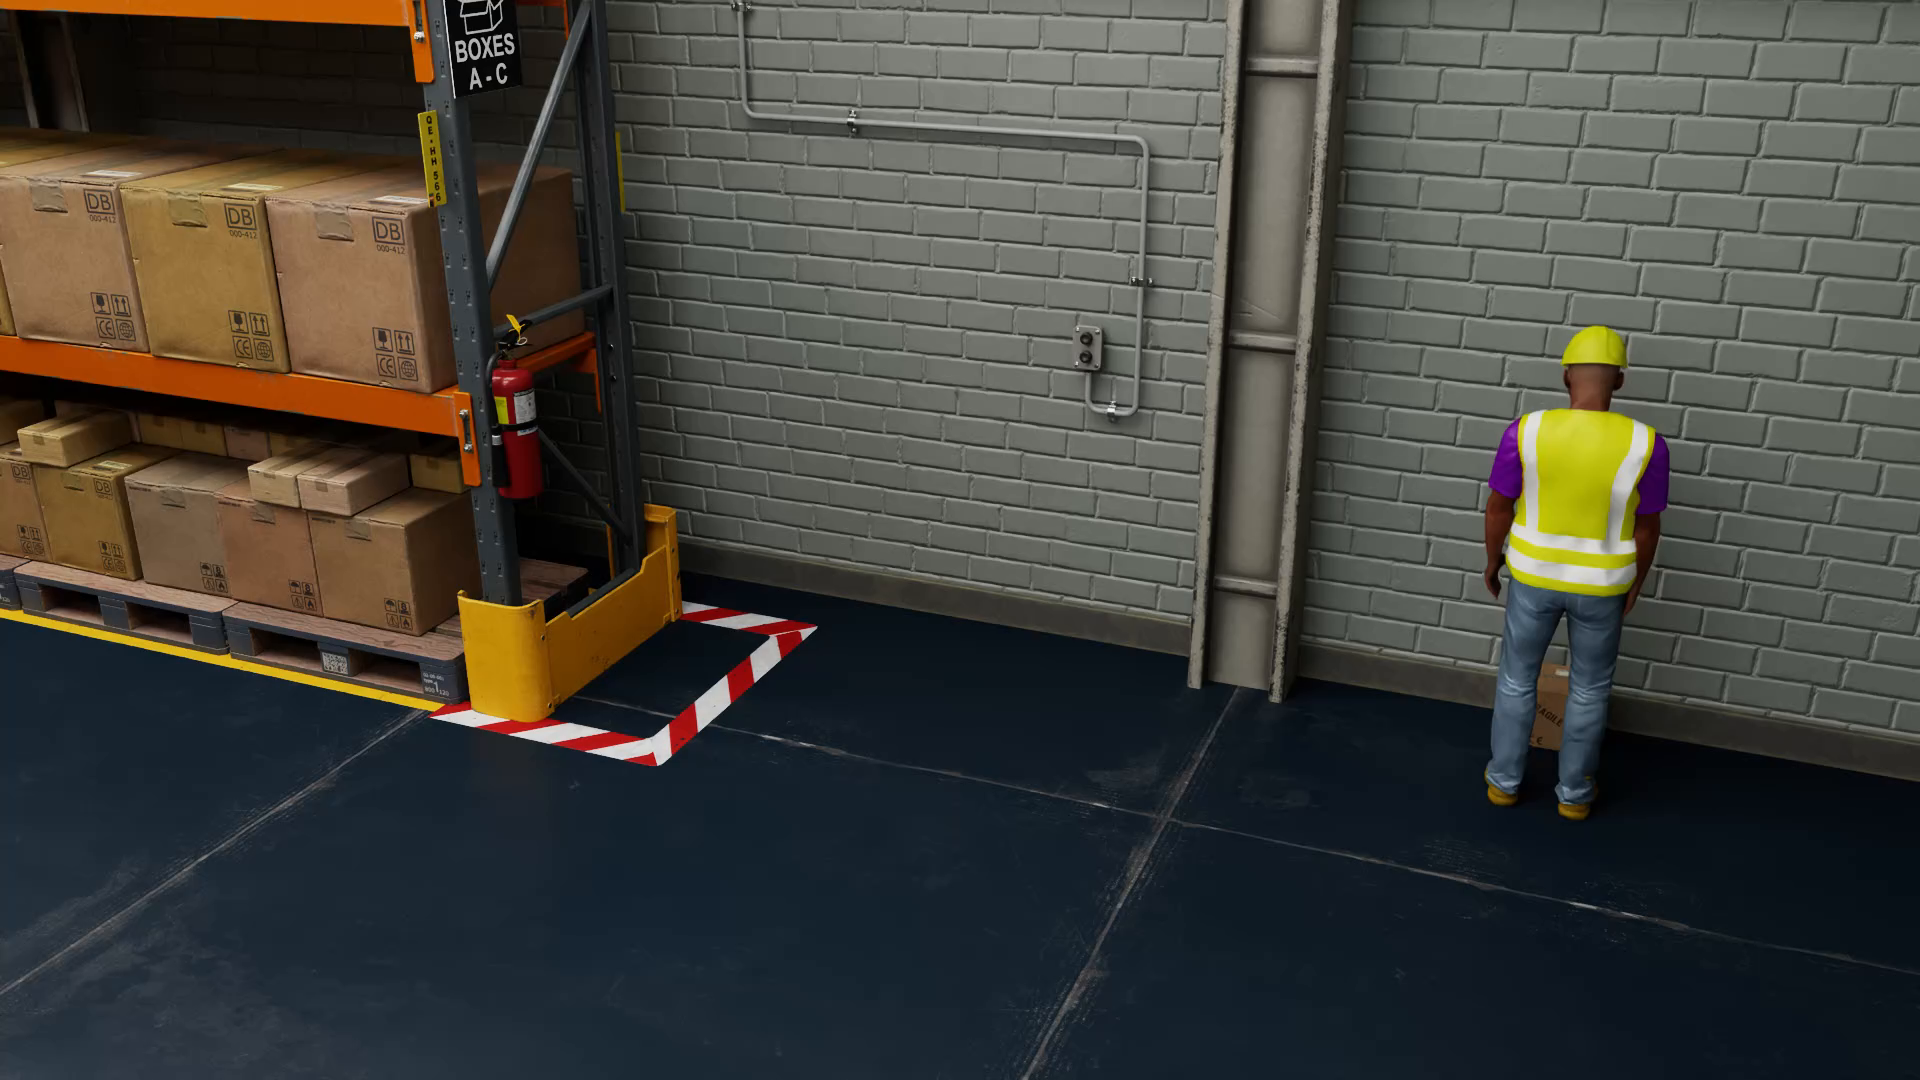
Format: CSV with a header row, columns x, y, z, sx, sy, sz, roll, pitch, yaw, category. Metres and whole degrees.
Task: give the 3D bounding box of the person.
x,y,z,sx,sy,sz,roll,pitch,yaw,category
2.097,0.122,5.772,0.570,1.756,0.374,9,24,21,person
